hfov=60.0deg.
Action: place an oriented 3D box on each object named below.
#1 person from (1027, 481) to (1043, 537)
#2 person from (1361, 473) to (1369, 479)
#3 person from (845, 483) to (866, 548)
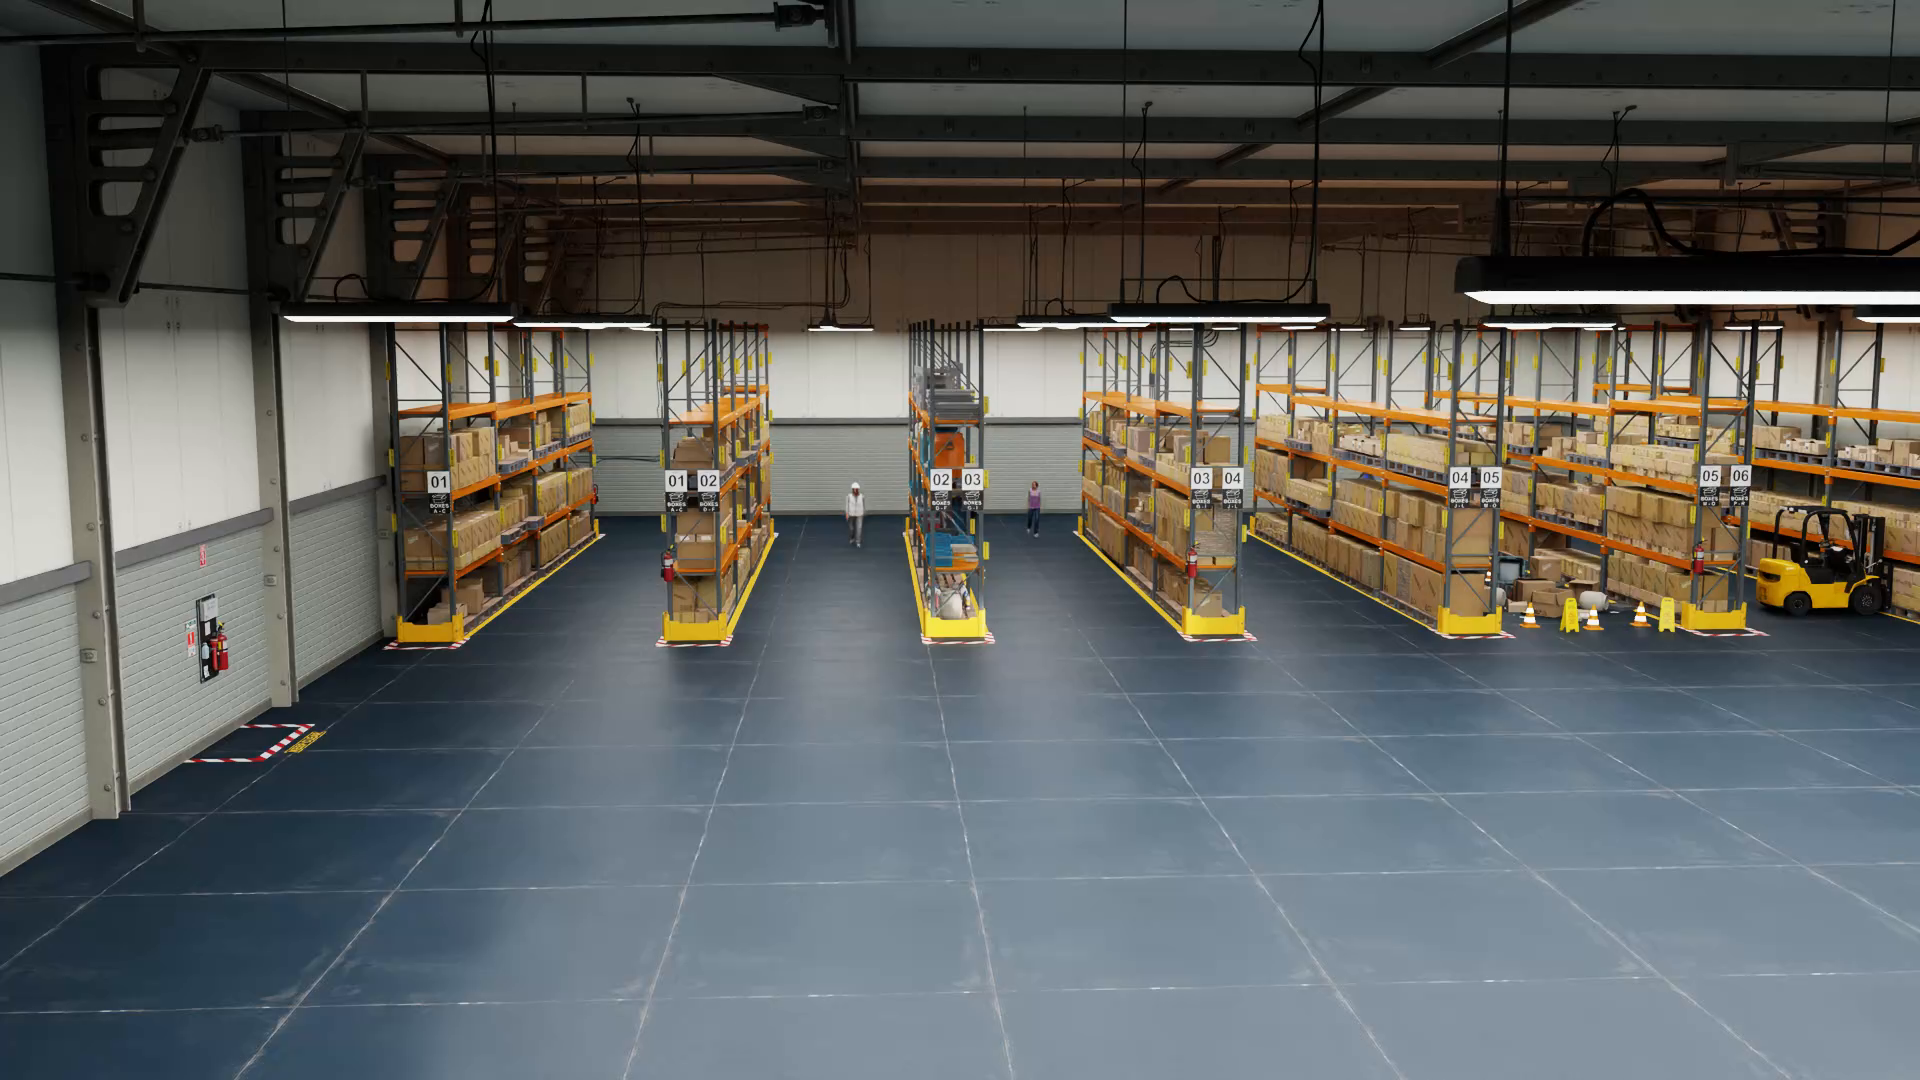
[{"bbox_3d":[2.112,-0.873,47.089,0.433,1.559,0.479,-1,7,-8],"label":"person"},{"bbox_3d":[12.635,-1.510,51.887,0.428,1.650,0.449,-1,7,-12],"label":"person"},{"bbox_3d":[-2.833,-0.682,44.930,0.555,1.732,1.032,0,7,-2],"label":"person"}]
